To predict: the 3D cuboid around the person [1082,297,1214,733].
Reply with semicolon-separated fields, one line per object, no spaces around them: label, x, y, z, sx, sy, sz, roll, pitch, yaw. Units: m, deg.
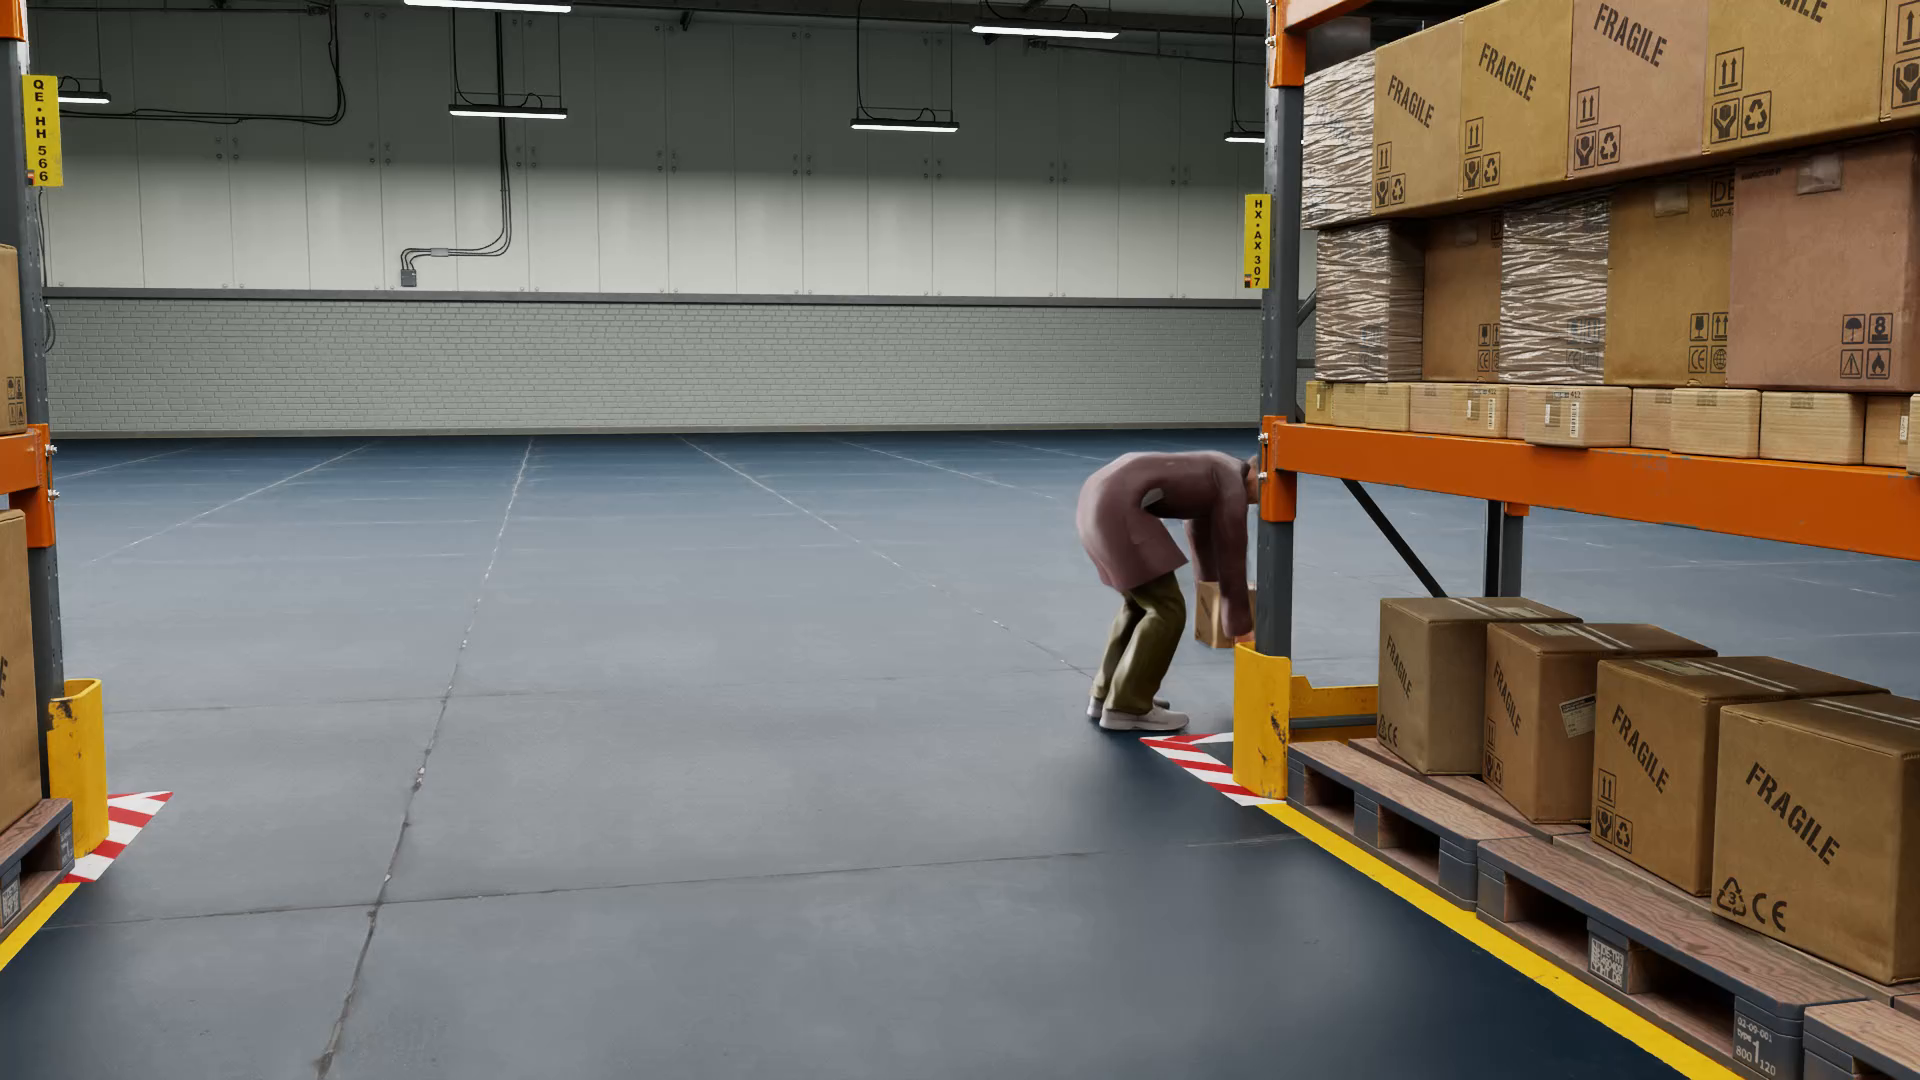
person;0.778;-0.115;6.944;0.508;1.782;0.563;-1;6;-9
